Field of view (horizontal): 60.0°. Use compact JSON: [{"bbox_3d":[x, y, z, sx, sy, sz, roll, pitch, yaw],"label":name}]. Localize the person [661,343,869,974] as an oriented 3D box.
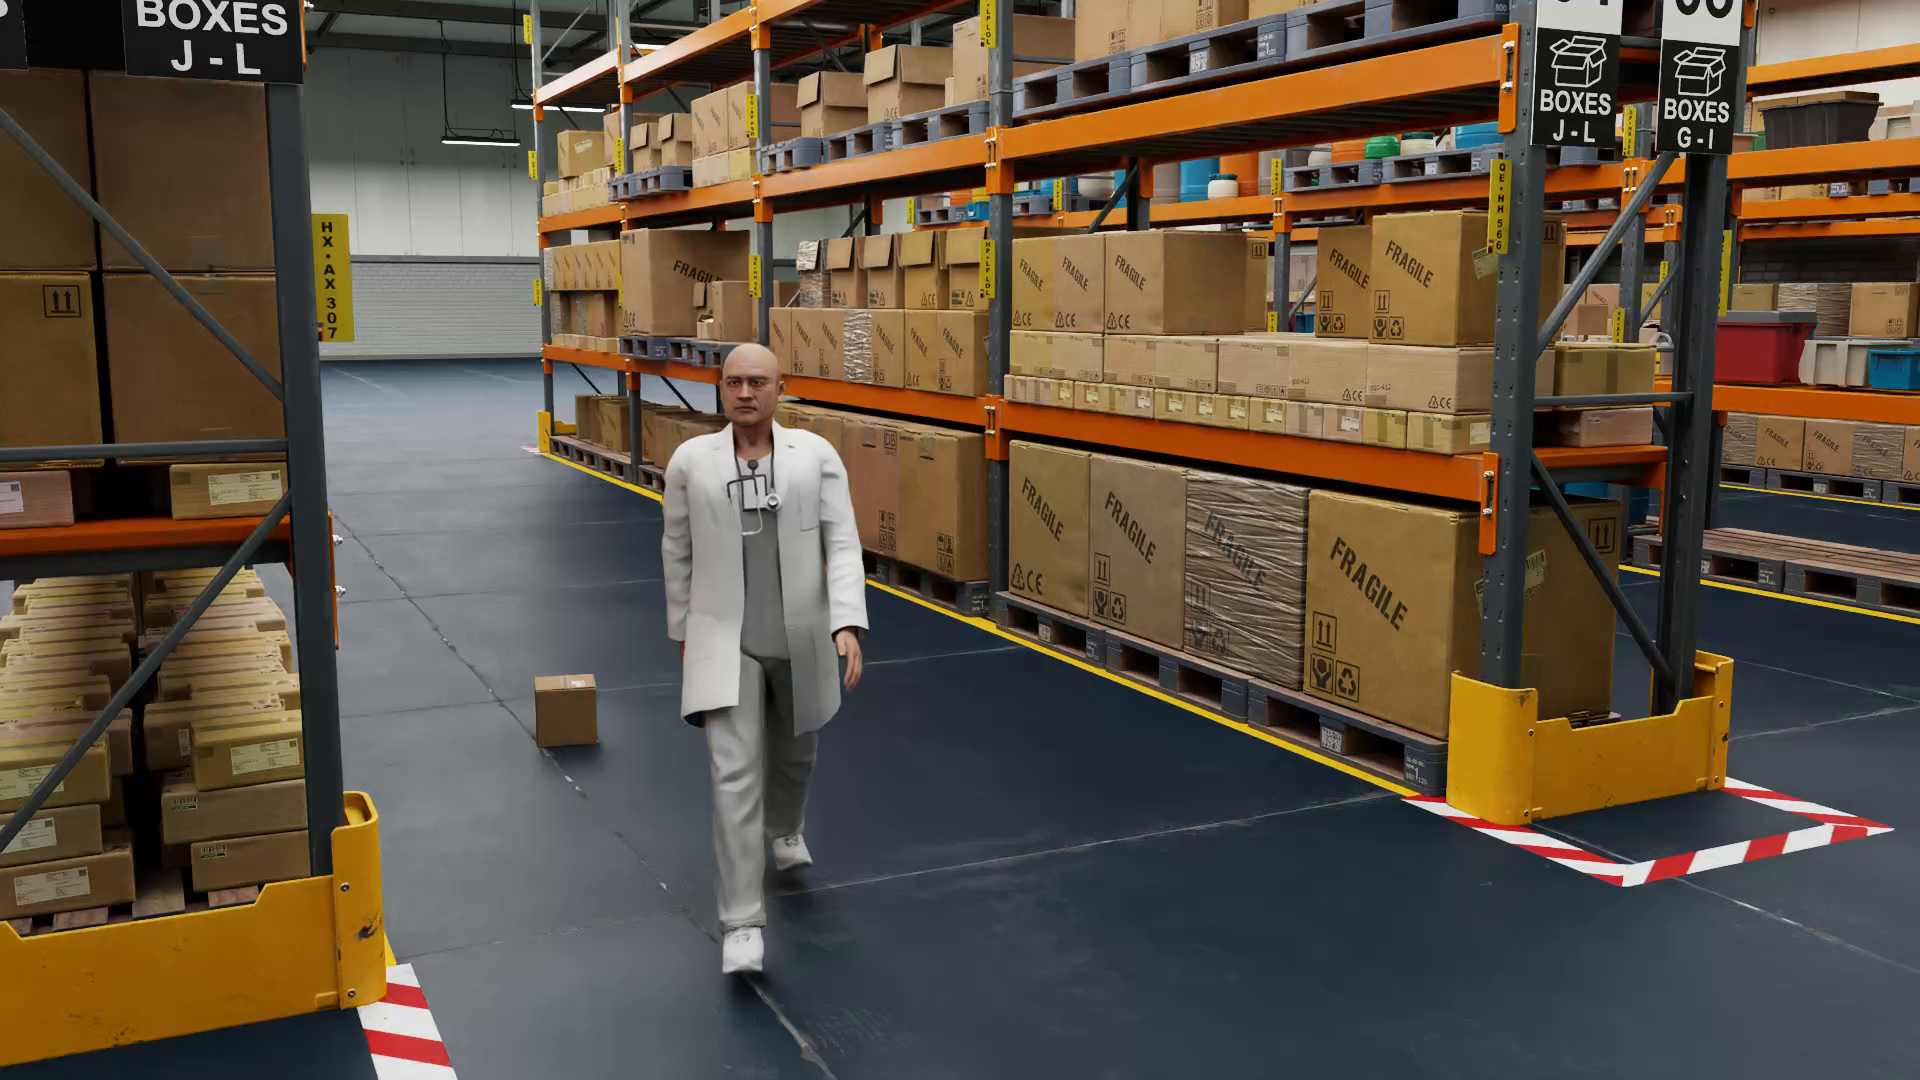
[{"bbox_3d":[-0.577,0.289,4.896,0.574,1.726,1.146,-2,9,-12],"label":"person"}]
